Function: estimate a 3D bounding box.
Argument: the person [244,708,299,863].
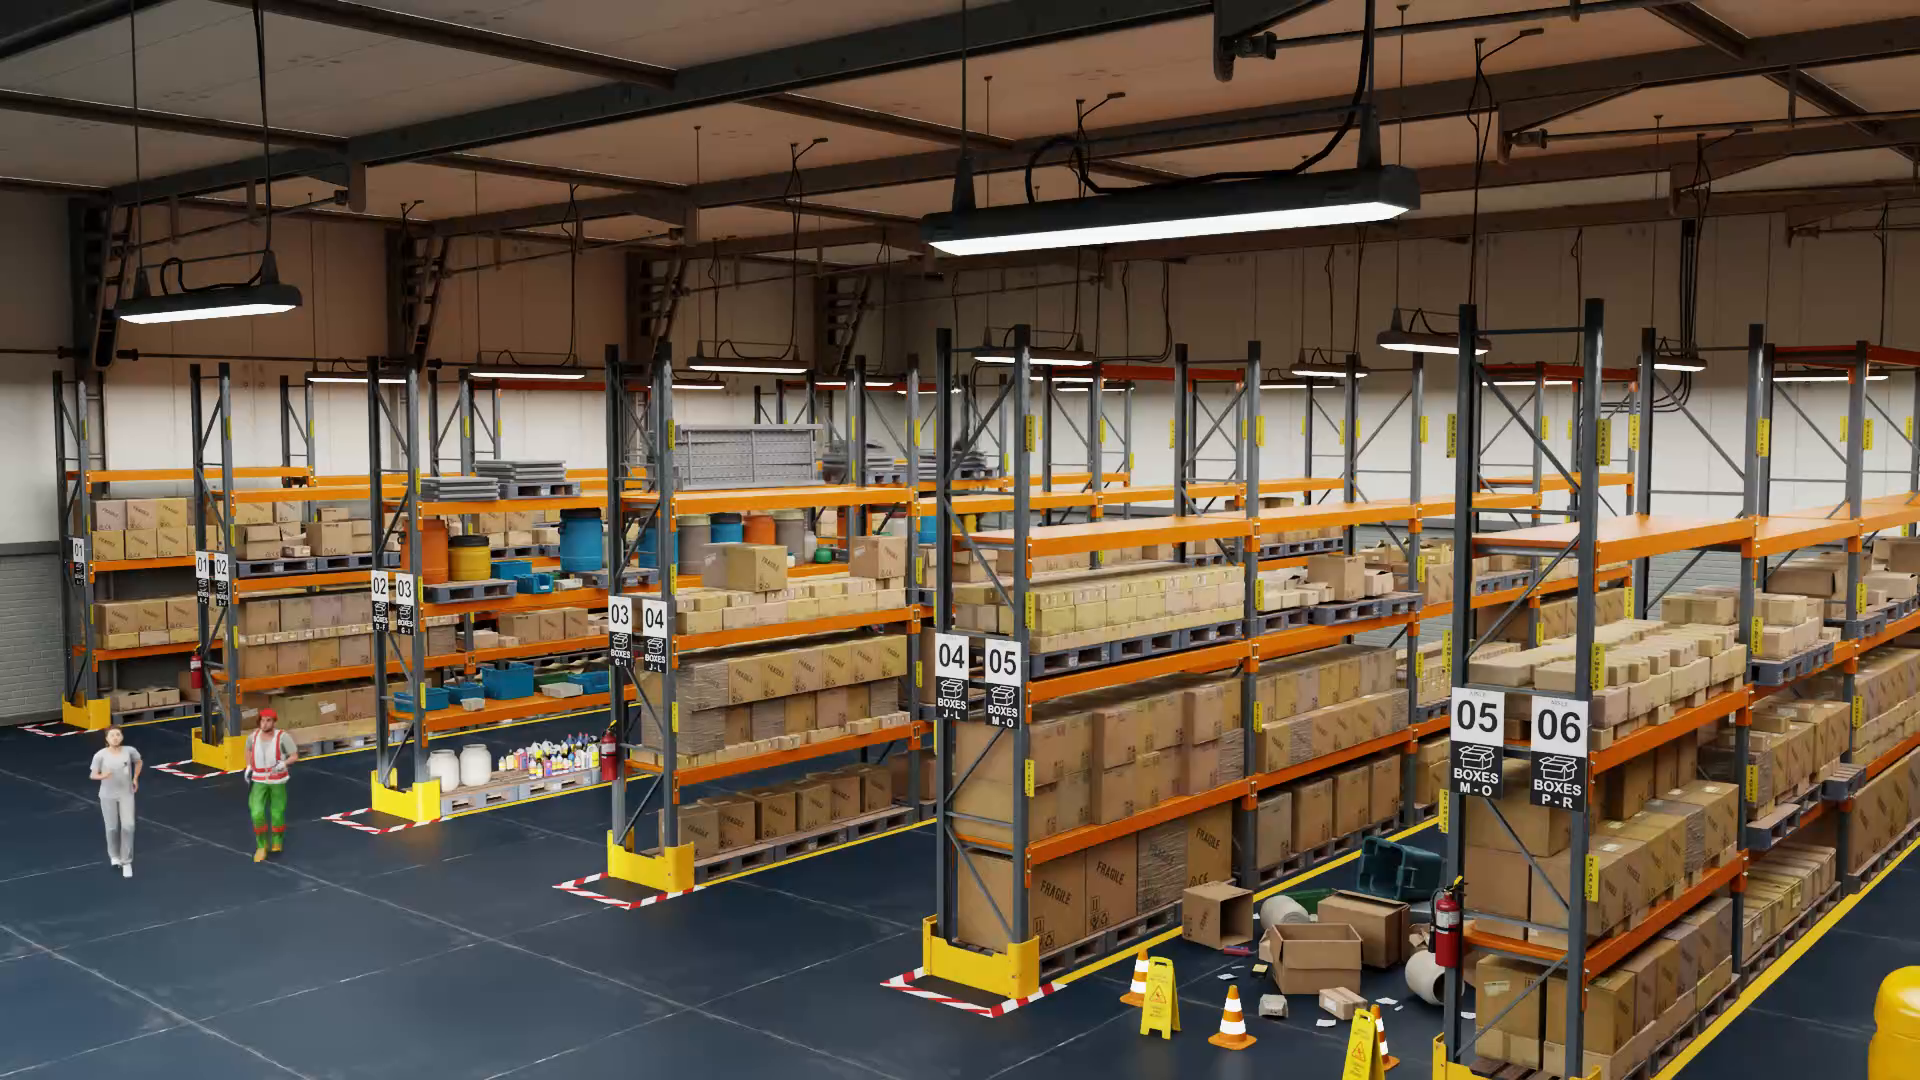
[{"bbox_3d":[-8.104,2.876,19.536,0.642,1.816,0.737,-1,4,-12],"label":"person"}]

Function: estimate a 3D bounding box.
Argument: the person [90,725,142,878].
[{"bbox_3d":[-9.600,2.964,18.953,0.547,1.713,0.716,-2,5,-29],"label":"person"}]

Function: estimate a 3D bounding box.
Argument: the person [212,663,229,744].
[{"bbox_3d":[-11.656,2.423,26.625,0.584,1.664,0.933,3,5,40],"label":"person"}]
